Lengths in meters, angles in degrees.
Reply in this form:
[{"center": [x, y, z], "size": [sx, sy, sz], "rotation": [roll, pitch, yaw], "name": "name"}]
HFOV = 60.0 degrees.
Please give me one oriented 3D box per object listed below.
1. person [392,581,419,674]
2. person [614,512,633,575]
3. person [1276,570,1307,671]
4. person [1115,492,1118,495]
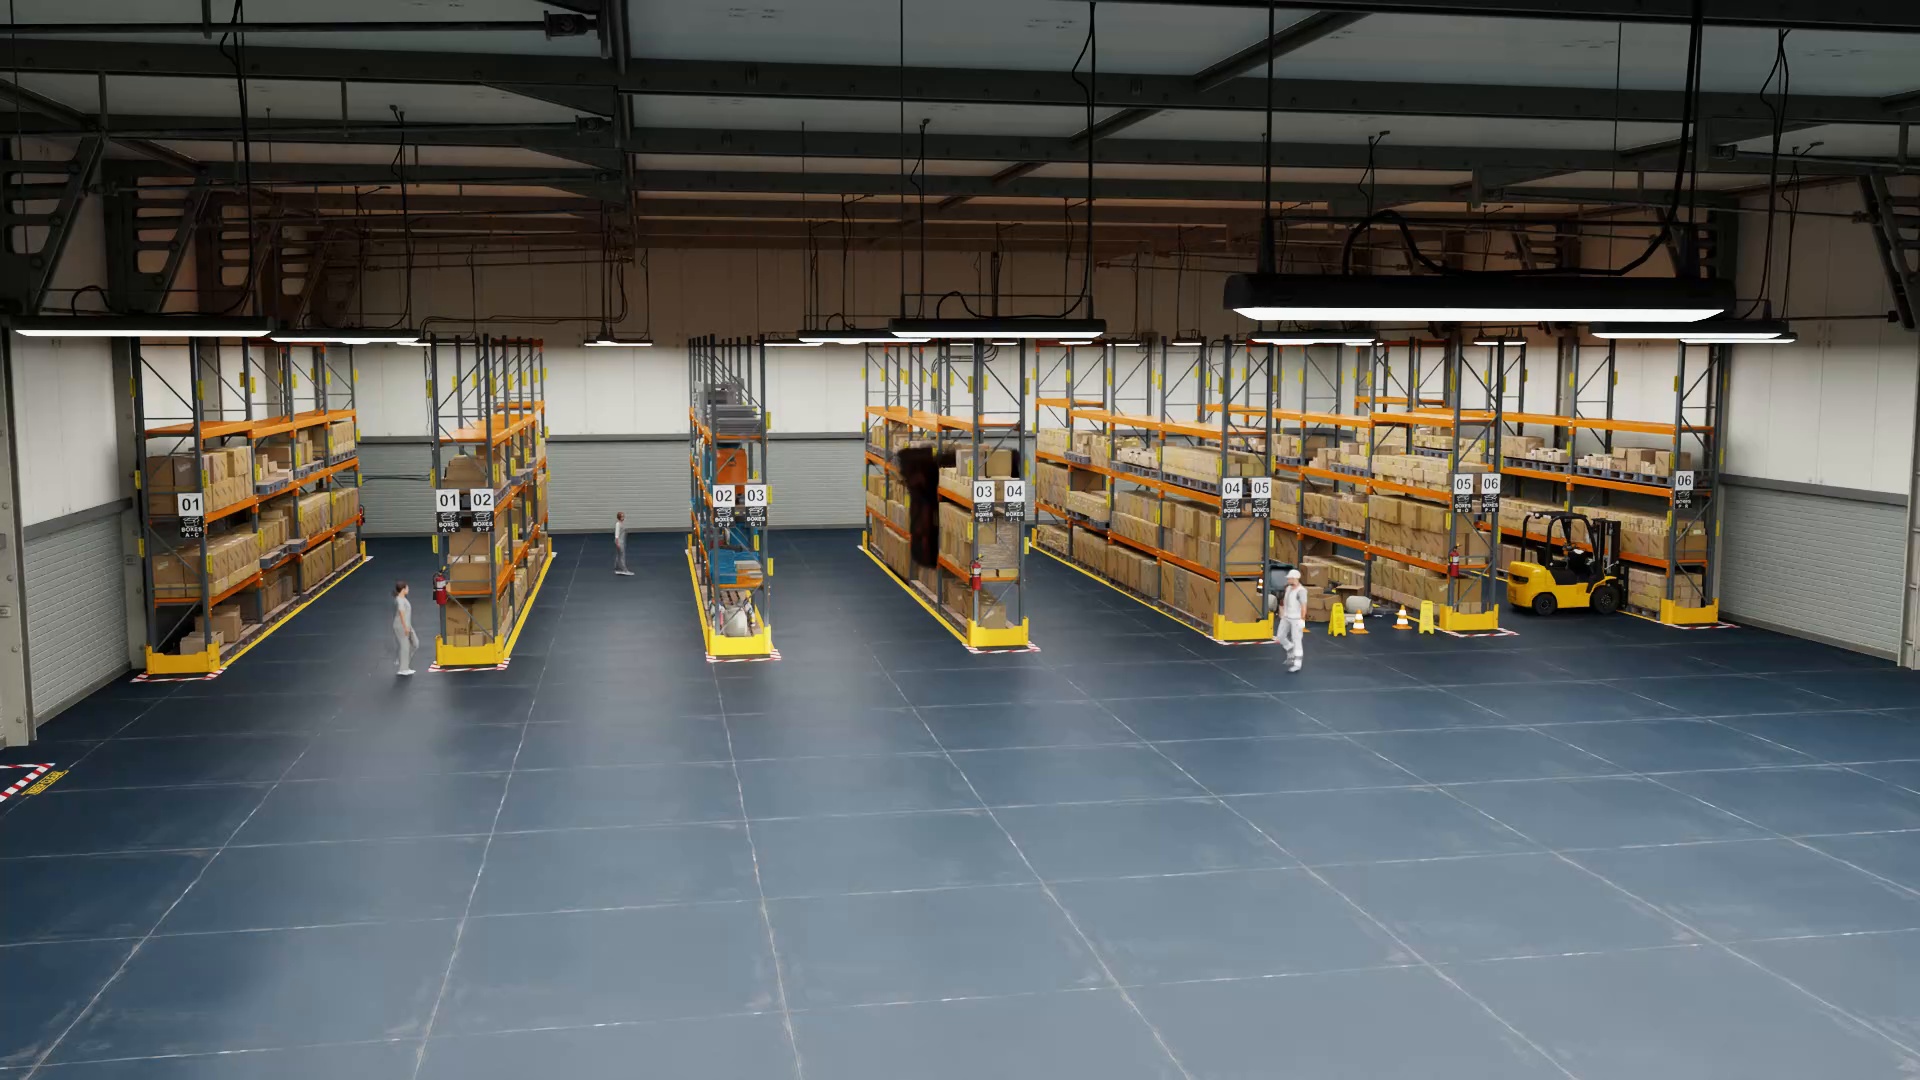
[{"center": [-9.853, 1.542, 29.392], "size": [0.440, 1.662, 0.528], "rotation": [0, 7, 0], "name": "person"}, {"center": [-8.580, 0.084, 42.403], "size": [0.520, 1.579, 0.445], "rotation": [0, 7, 1], "name": "person"}, {"center": [5.966, 1.417, 29.779], "size": [0.500, 1.789, 0.630], "rotation": [-4, 8, -32], "name": "person"}, {"center": [4.495, -0.518, 47.324], "size": [0.400, 1.678, 0.545], "rotation": [1, 7, 5], "name": "person"}]
